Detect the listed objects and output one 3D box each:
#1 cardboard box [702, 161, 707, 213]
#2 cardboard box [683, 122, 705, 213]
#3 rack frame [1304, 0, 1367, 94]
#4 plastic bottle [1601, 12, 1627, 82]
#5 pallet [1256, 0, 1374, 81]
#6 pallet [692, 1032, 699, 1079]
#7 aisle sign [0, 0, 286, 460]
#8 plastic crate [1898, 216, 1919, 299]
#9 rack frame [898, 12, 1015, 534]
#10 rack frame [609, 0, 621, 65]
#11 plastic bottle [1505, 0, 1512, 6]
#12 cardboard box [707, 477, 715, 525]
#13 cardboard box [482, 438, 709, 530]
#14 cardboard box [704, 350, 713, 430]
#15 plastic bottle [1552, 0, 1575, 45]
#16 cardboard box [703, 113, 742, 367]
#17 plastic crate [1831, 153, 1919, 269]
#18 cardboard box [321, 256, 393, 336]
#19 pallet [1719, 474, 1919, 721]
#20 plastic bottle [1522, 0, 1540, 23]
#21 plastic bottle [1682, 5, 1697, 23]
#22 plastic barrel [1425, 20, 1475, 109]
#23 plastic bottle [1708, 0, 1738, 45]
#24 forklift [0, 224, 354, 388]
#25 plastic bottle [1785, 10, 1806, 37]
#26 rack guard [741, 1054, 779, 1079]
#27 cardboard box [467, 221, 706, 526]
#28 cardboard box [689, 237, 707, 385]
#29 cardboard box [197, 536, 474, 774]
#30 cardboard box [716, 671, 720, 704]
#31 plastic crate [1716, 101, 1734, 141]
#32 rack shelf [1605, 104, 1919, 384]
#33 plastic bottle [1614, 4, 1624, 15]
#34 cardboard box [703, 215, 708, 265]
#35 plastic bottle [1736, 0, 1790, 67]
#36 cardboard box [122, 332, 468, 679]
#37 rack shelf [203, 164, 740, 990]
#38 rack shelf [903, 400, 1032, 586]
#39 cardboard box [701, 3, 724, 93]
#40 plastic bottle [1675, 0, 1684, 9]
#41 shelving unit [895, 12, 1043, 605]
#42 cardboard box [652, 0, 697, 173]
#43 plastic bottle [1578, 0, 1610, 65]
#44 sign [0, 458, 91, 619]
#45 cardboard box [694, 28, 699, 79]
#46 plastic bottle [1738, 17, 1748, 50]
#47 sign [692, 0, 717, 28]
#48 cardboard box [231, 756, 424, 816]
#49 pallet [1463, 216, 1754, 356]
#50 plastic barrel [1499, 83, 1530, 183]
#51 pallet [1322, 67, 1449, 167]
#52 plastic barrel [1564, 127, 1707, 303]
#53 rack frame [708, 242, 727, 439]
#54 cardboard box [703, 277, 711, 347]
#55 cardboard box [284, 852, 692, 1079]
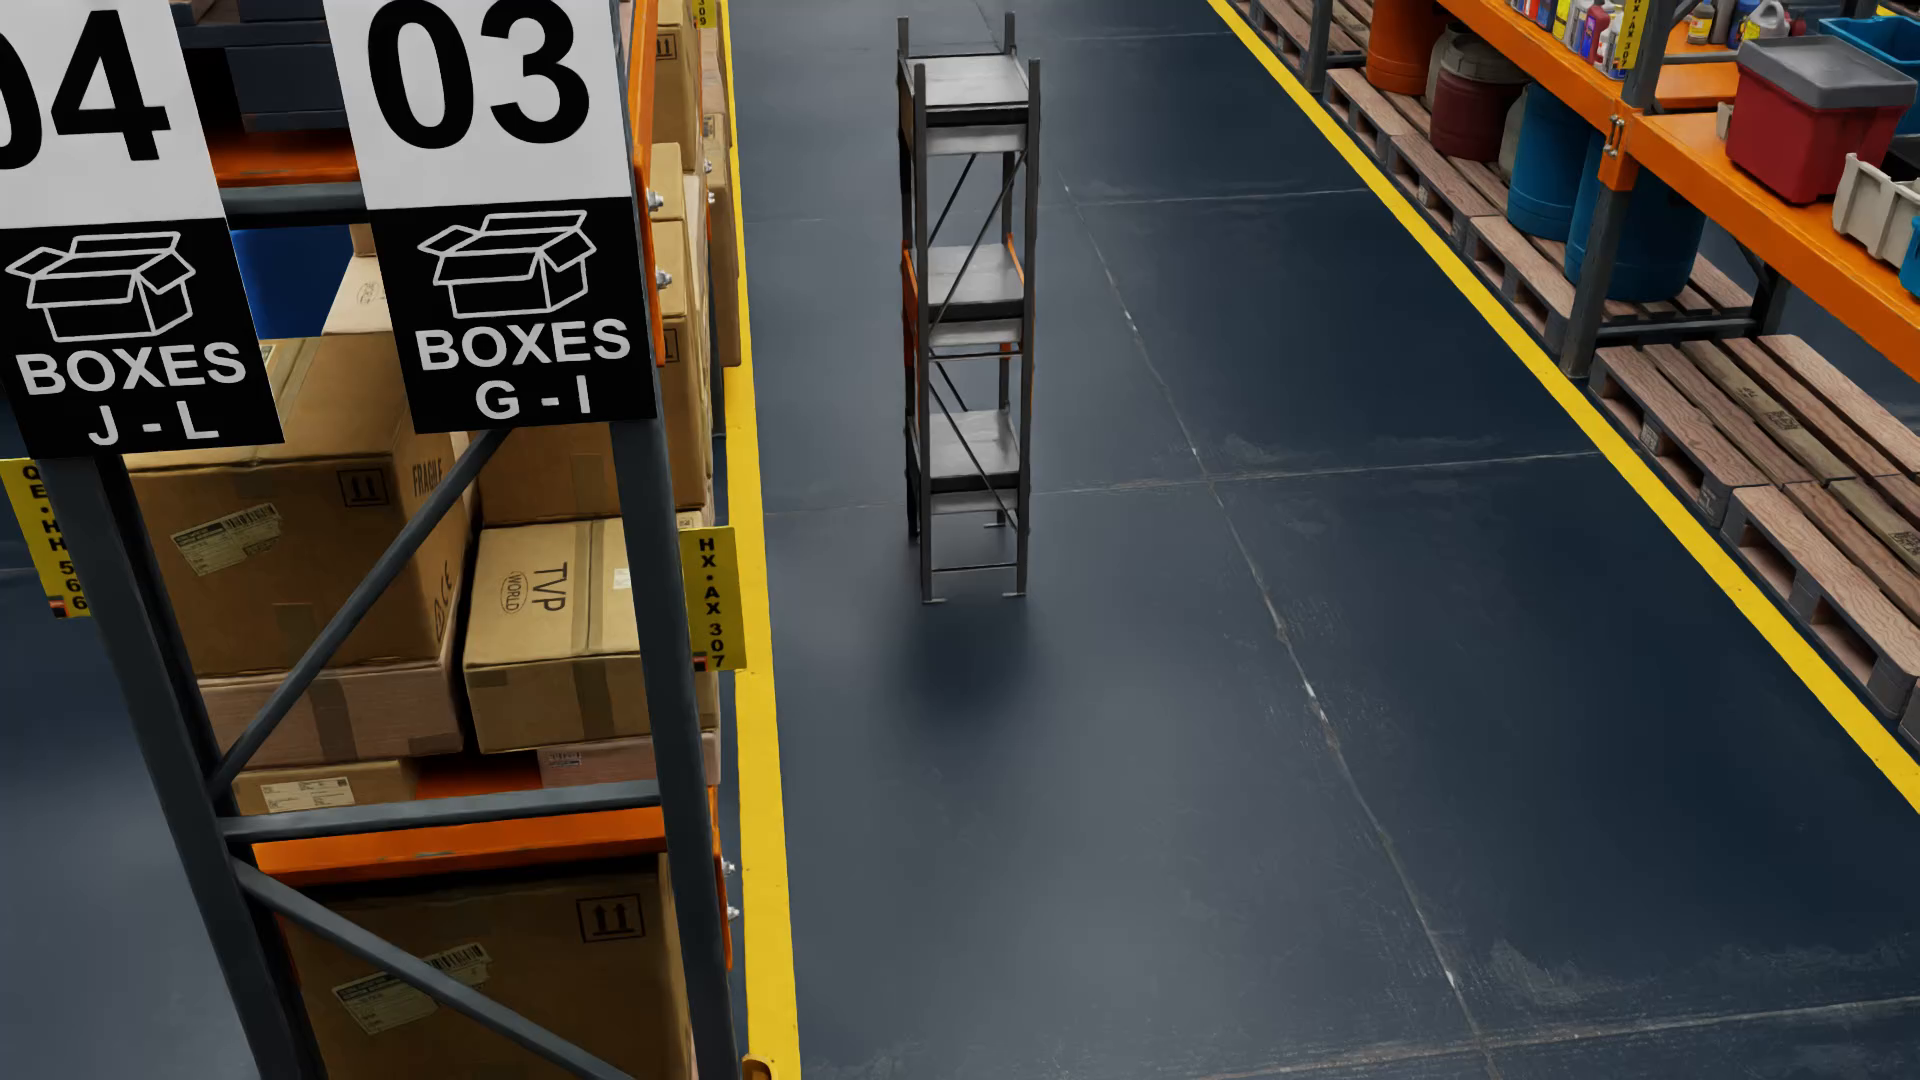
[{"bbox_3d":[-1.144,-1.297,6.212,0.380,0.149,0.250,-4,34,-5],"label":"cardboard box"},{"bbox_3d":[-1.153,-1.236,5.769,0.500,0.250,0.500,-3,34,-5],"label":"cardboard box"},{"bbox_3d":[2.825,-4.297,10.392,1.000,3.000,0.127,-4,35,-6],"label":"rack frame"},{"bbox_3d":[2.990,-2.209,7.438,0.152,0.276,0.135,-4,35,-6],"label":"plastic bottle"},{"bbox_3d":[2.760,-3.580,11.816,1.003,0.211,1.213,-4,35,-6],"label":"pallet"},{"bbox_3d":[-1.192,1.254,4.722,1.003,0.211,1.213,-4,35,-6],"label":"pallet"},{"bbox_3d":[-1.294,-0.469,2.466,0.394,0.787,0.004,-4,35,-6],"label":"aisle sign"},{"bbox_3d":[3.371,-0.915,5.524,0.416,0.233,0.300,-4,35,-6],"label":"plastic crate"},{"bbox_3d":[-0.011,-0.911,6.223,0.400,2.100,0.015,-4,35,-6],"label":"rack frame"},{"bbox_3d":[-1.007,-1.937,1.601,1.000,3.000,0.127,-4,35,-6],"label":"rack frame"},{"bbox_3d":[2.812,-2.801,8.373,0.097,0.201,0.097,0,34,0],"label":"plastic bottle"},{"bbox_3d":[-0.868,-0.150,4.530,0.380,0.149,0.250,-5,35,-7],"label":"cardboard box"},{"bbox_3d":[-0.880,-0.096,4.097,0.500,0.250,0.500,-5,35,-7],"label":"cardboard box"},{"bbox_3d":[-0.936,-0.435,4.948,0.380,0.149,0.250,-5,35,-8],"label":"cardboard box"},{"bbox_3d":[2.915,-2.533,7.847,0.144,0.351,0.185,-4,35,-6],"label":"plastic bottle"},{"bbox_3d":[-1.651,-1.341,7.568,1.225,0.875,0.875,-4,35,-6],"label":"cardboard box"},{"bbox_3d":[3.386,-1.175,5.862,0.437,0.282,0.530,-4,35,-6],"label":"plastic crate"},{"bbox_3d":[-1.545,-0.626,4.875,0.500,0.250,0.500,-4,35,-6],"label":"cardboard box"},{"bbox_3d":[3.668,0.177,6.303,1.003,0.211,1.213,-4,35,-6],"label":"pallet"},{"bbox_3d":[2.873,-2.694,8.150,0.152,0.276,0.135,-4,35,-6],"label":"plastic bottle"},{"bbox_3d":[3.615,-2.650,8.151,0.097,0.201,0.097,0,34,0],"label":"plastic bottle"},{"bbox_3d":[3.072,-2.862,10.123,0.421,0.512,0.421,0,34,0],"label":"plastic barrel"},{"bbox_3d":[3.629,-2.505,7.872,0.152,0.276,0.135,-4,35,-6],"label":"plastic bottle"},{"bbox_3d":[-4.141,-2.158,7.314,3.031,2.935,1.130,13,36,18],"label":"forklift"},{"bbox_3d":[3.737,-2.254,7.497,0.061,0.283,0.133,-4,35,-6],"label":"plastic bottle"},{"bbox_3d":[-1.004,1.589,3.975,1.175,0.500,0.348,-4,35,-6],"label":"rack guard"},{"bbox_3d":[-0.871,-0.396,3.870,0.500,0.500,0.500,-5,35,-8],"label":"cardboard box"},{"bbox_3d":[-1.020,-0.668,4.936,0.500,0.250,0.500,-5,35,-7],"label":"cardboard box"},{"bbox_3d":[-1.335,0.231,3.616,0.500,0.250,0.500,-5,35,-7],"label":"cardboard box"},{"bbox_3d":[-0.763,0.280,3.899,0.380,0.149,0.250,-5,35,-7],"label":"cardboard box"},{"bbox_3d":[3.284,-1.710,6.777,0.396,0.136,0.243,-4,35,-6],"label":"plastic crate"},{"bbox_3d":[3.632,-0.652,5.681,1.077,0.370,4.000,-4,35,-6],"label":"rack shelf"},{"bbox_3d":[3.062,-2.402,7.787,0.097,0.201,0.097,0,34,0],"label":"plastic bottle"},{"bbox_3d":[-1.075,-1.010,5.792,0.380,0.149,0.250,-4,34,-5],"label":"cardboard box"},{"bbox_3d":[3.632,-2.288,7.488,0.144,0.351,0.185,-4,35,-6],"label":"plastic bottle"},{"bbox_3d":[-1.333,-0.080,3.408,0.500,0.500,0.500,-4,34,-6],"label":"cardboard box"},{"bbox_3d":[-1.276,-0.276,5.131,1.077,0.370,4.000,-4,35,-6],"label":"rack shelf"},{"bbox_3d":[0.022,-0.186,6.425,0.431,0.518,0.480,-4,35,-6],"label":"rack shelf"},{"bbox_3d":[-1.898,-2.333,9.023,1.225,0.875,0.875,-4,35,-6],"label":"cardboard box"},{"bbox_3d":[3.617,-2.749,8.224,0.061,0.283,0.133,-4,35,-6],"label":"plastic bottle"},{"bbox_3d":[0.022,-0.775,6.023,0.431,2.100,0.503,-4,35,-6],"label":"shelving unit"},{"bbox_3d":[-1.155,-1.544,5.556,0.500,0.500,0.500,-4,34,-6],"label":"cardboard box"},{"bbox_3d":[2.914,-2.338,7.620,0.061,0.283,0.133,-4,35,-6],"label":"plastic bottle"},{"bbox_3d":[-1.546,-0.001,2.849,0.100,0.325,0.005,-4,35,-6],"label":"sign"},{"bbox_3d":[-1.427,-2.287,7.354,0.500,0.500,0.500,-4,35,-6],"label":"cardboard box"},{"bbox_3d":[3.685,-2.357,7.722,0.097,0.201,0.097,0,34,0],"label":"plastic bottle"},{"bbox_3d":[-0.995,-2.123,6.363,0.100,0.325,0.005,-4,35,-6],"label":"sign"},{"bbox_3d":[-1.381,0.472,3.616,0.380,0.149,0.250,-4,34,-5],"label":"cardboard box"},{"bbox_3d":[3.301,-1.346,8.538,1.003,0.211,1.213,-4,35,-6],"label":"pallet"},{"bbox_3d":[3.224,-2.232,9.198,0.421,0.512,0.421,0,34,0],"label":"plastic barrel"},{"bbox_3d":[2.973,-2.708,10.536,1.003,0.211,1.213,-4,35,-6],"label":"pallet"},{"bbox_3d":[3.307,-1.676,8.036,0.600,0.901,0.708,-4,35,-6],"label":"plastic barrel"},{"bbox_3d":[-1.545,-1.690,6.566,1.000,3.000,0.127,-4,35,-6],"label":"rack frame"},{"bbox_3d":[-1.006,-0.724,5.371,0.380,0.149,0.250,-5,35,-7],"label":"cardboard box"},{"bbox_3d":[-1.172,0.896,4.286,0.875,0.875,0.875,-4,35,-6],"label":"cardboard box"}]
